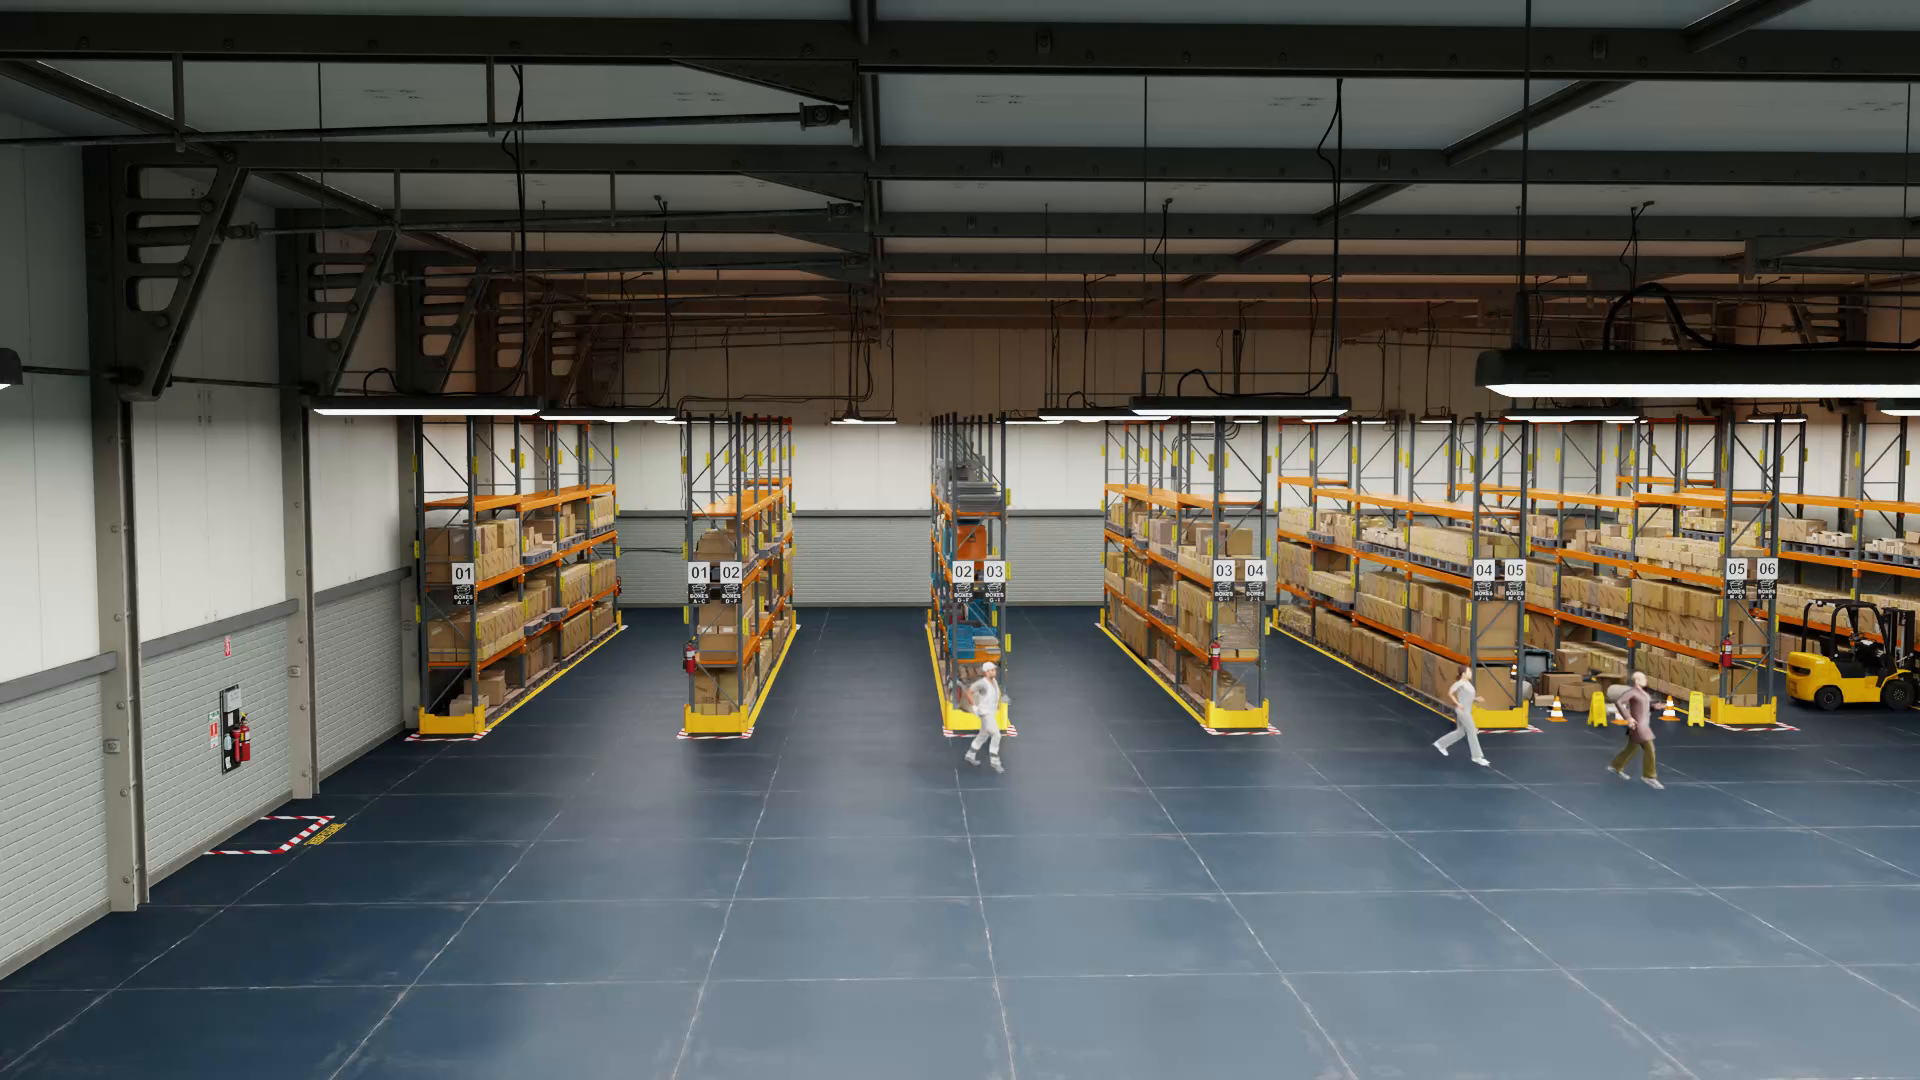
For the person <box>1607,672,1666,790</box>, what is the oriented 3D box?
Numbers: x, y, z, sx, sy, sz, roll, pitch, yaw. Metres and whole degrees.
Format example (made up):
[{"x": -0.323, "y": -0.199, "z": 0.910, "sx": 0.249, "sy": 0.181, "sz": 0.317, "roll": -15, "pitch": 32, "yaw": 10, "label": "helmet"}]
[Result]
[{"x": 10.804, "y": 3.016, "z": 26.537, "sx": 0.909, "sy": 1.835, "sz": 0.677, "roll": 3, "pitch": 5, "yaw": 33, "label": "person"}]

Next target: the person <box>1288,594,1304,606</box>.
[{"x": 9.889, "y": 1.544, "z": 49.062, "sx": 0.875, "sy": 1.661, "sz": 0.662, "roll": 3, "pitch": 5, "yaw": 36, "label": "person"}]

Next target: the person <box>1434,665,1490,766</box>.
[{"x": 8.551, "y": 2.954, "z": 28.291, "sx": 0.957, "sy": 1.681, "sz": 0.567, "roll": 2, "pitch": 4, "yaw": 28, "label": "person"}]

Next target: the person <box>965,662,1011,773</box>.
[{"x": 0.446, "y": 2.944, "z": 27.763, "sx": 0.809, "sy": 1.841, "sz": 0.638, "roll": 2, "pitch": 4, "yaw": 22, "label": "person"}]

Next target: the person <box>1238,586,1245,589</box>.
[{"x": 8.347, "y": 1.558, "z": 48.481, "sx": 0.915, "sy": 1.724, "sz": 0.765, "roll": -2, "pitch": 5, "yaw": -32, "label": "person"}]
